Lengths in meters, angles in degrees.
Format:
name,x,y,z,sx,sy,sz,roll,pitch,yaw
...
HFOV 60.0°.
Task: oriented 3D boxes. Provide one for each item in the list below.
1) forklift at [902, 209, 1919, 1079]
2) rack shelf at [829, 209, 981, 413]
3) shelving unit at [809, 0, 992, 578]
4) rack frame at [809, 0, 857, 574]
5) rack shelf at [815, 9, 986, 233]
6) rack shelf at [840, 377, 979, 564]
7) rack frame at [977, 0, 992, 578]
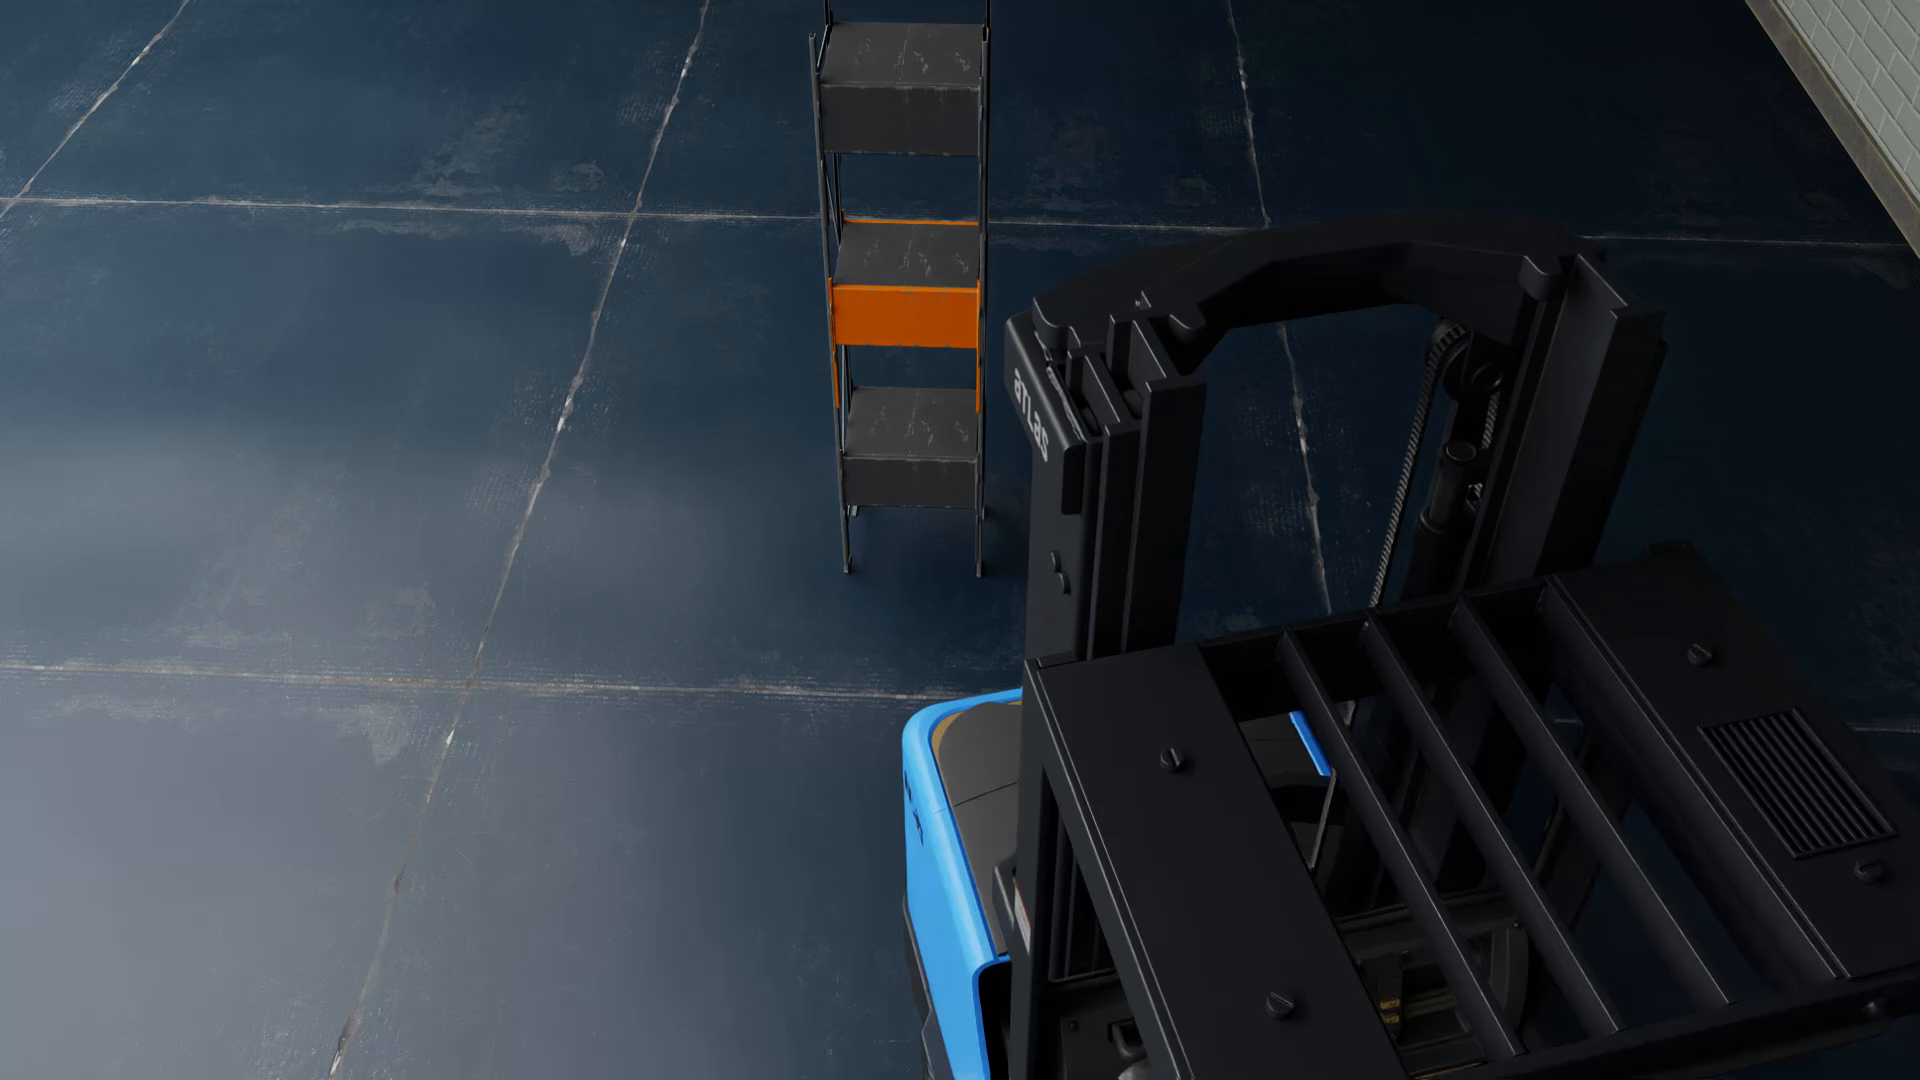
name,x,y,z,sx,sy,sz,roll,pitch,yaw
forklift,0.692,1.038,2.986,1.130,2.935,3.031,-10,44,-10
rack shelf,-0.165,-0.763,5.549,0.480,0.518,0.431,2,43,2
shelving unit,-0.165,-0.773,5.540,0.503,2.100,0.431,2,43,2
rack frame,-0.409,-0.781,5.548,0.015,2.100,0.400,2,43,2
rack shelf,-0.165,-1.276,5.072,0.480,0.518,0.431,2,43,2
rack shelf,-0.165,-0.251,6.026,0.480,0.518,0.431,2,43,2
rack frame,0.078,-0.766,5.532,0.015,2.100,0.400,2,43,2
